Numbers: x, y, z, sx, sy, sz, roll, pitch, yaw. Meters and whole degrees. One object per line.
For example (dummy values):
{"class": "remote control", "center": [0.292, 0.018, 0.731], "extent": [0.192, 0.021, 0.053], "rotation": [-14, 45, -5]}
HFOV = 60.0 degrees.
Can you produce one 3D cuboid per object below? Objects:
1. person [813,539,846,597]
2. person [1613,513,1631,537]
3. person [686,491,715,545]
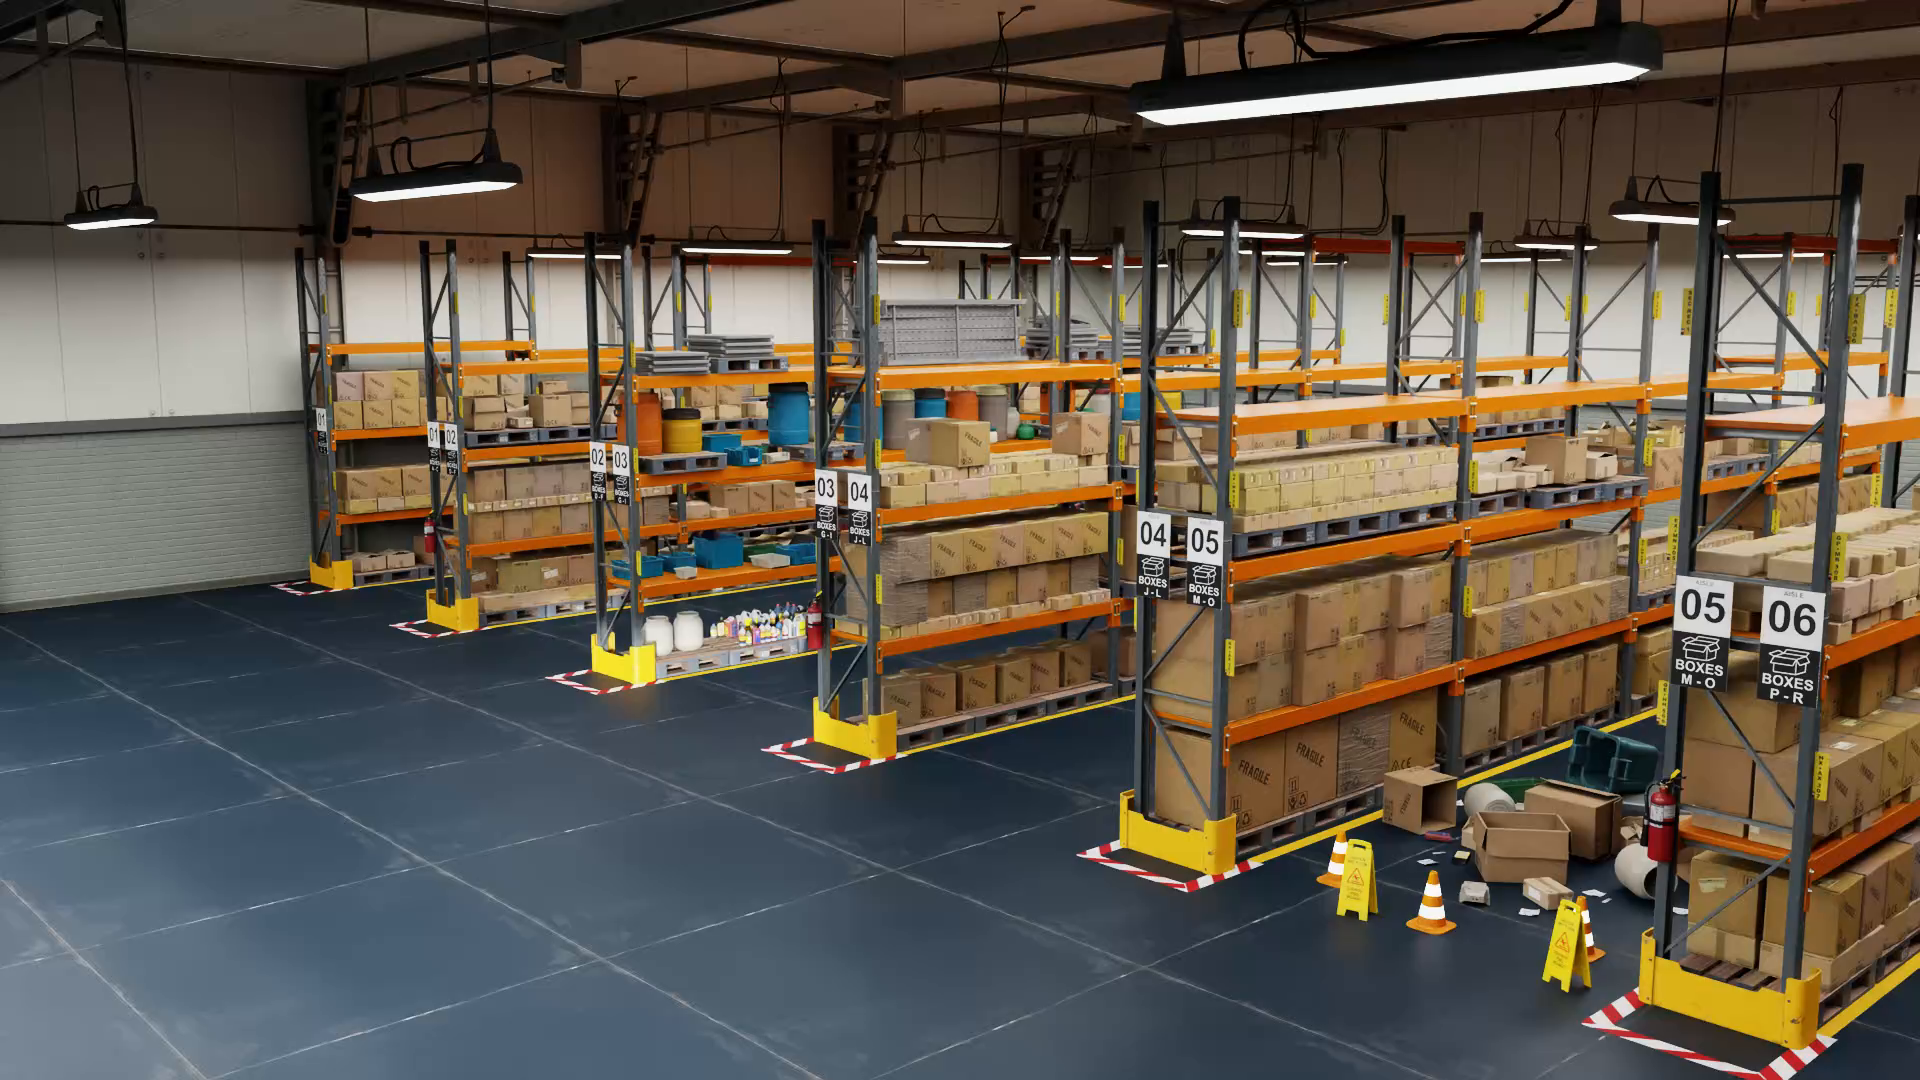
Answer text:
{"class": "person", "center": [-1.897, 0.477, 26.642], "extent": [0.669, 1.597, 0.804], "rotation": [5, 10, 29]}
{"class": "person", "center": [10.673, 0.409, 26.866], "extent": [0.543, 1.689, 0.690], "rotation": [7, 11, 38]}
{"class": "person", "center": [-4.809, -0.175, 31.271], "extent": [0.609, 1.549, 0.774], "rotation": [5, 10, 33]}
